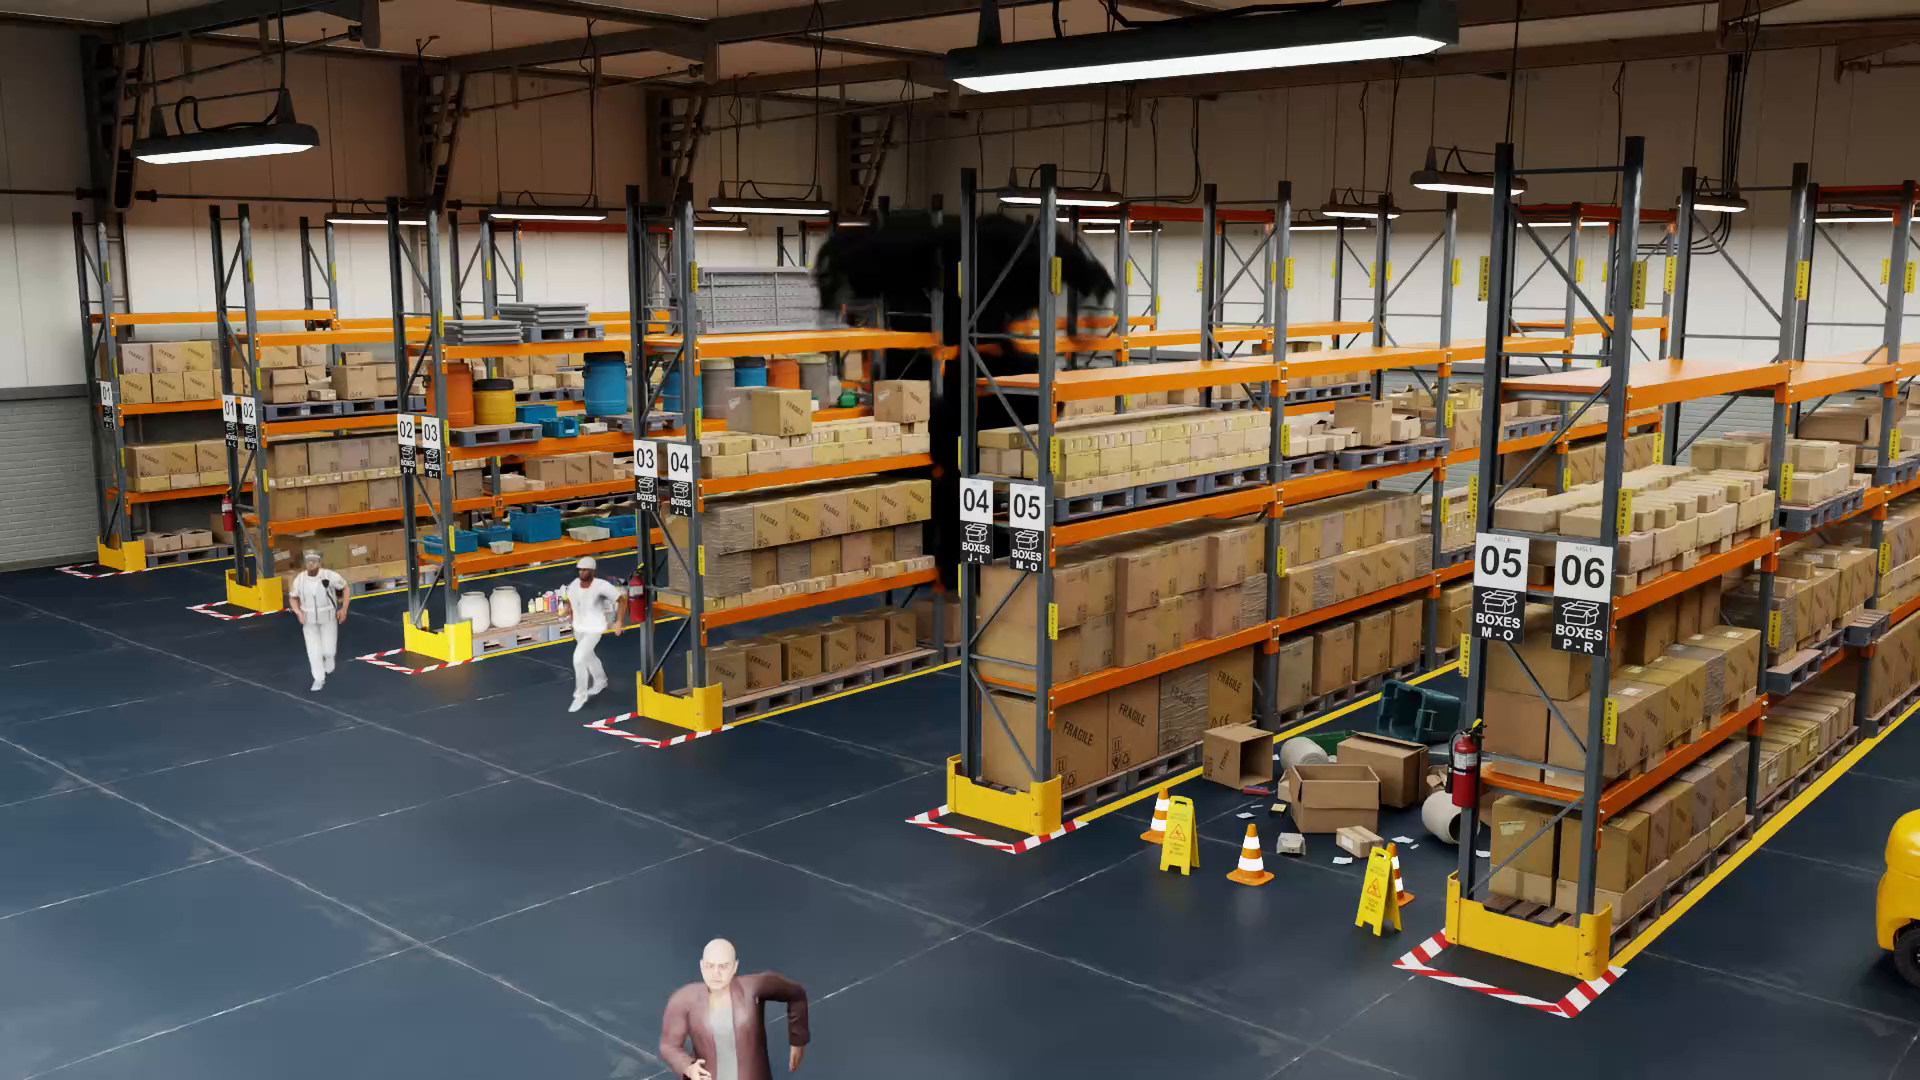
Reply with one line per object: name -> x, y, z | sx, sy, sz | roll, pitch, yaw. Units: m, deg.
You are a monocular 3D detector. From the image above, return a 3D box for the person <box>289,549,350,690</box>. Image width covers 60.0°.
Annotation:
person -> -7.822, 0.958, 20.326 | 0.696, 1.741, 0.645 | -2, 10, -13

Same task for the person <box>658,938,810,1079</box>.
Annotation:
person -> -1.175, 2.889, 8.655 | 0.759, 1.726, 0.793 | 0, 9, 0

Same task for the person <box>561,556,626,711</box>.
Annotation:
person -> -4.331, 1.080, 19.549 | 0.745, 1.813, 0.782 | 7, 11, 34
